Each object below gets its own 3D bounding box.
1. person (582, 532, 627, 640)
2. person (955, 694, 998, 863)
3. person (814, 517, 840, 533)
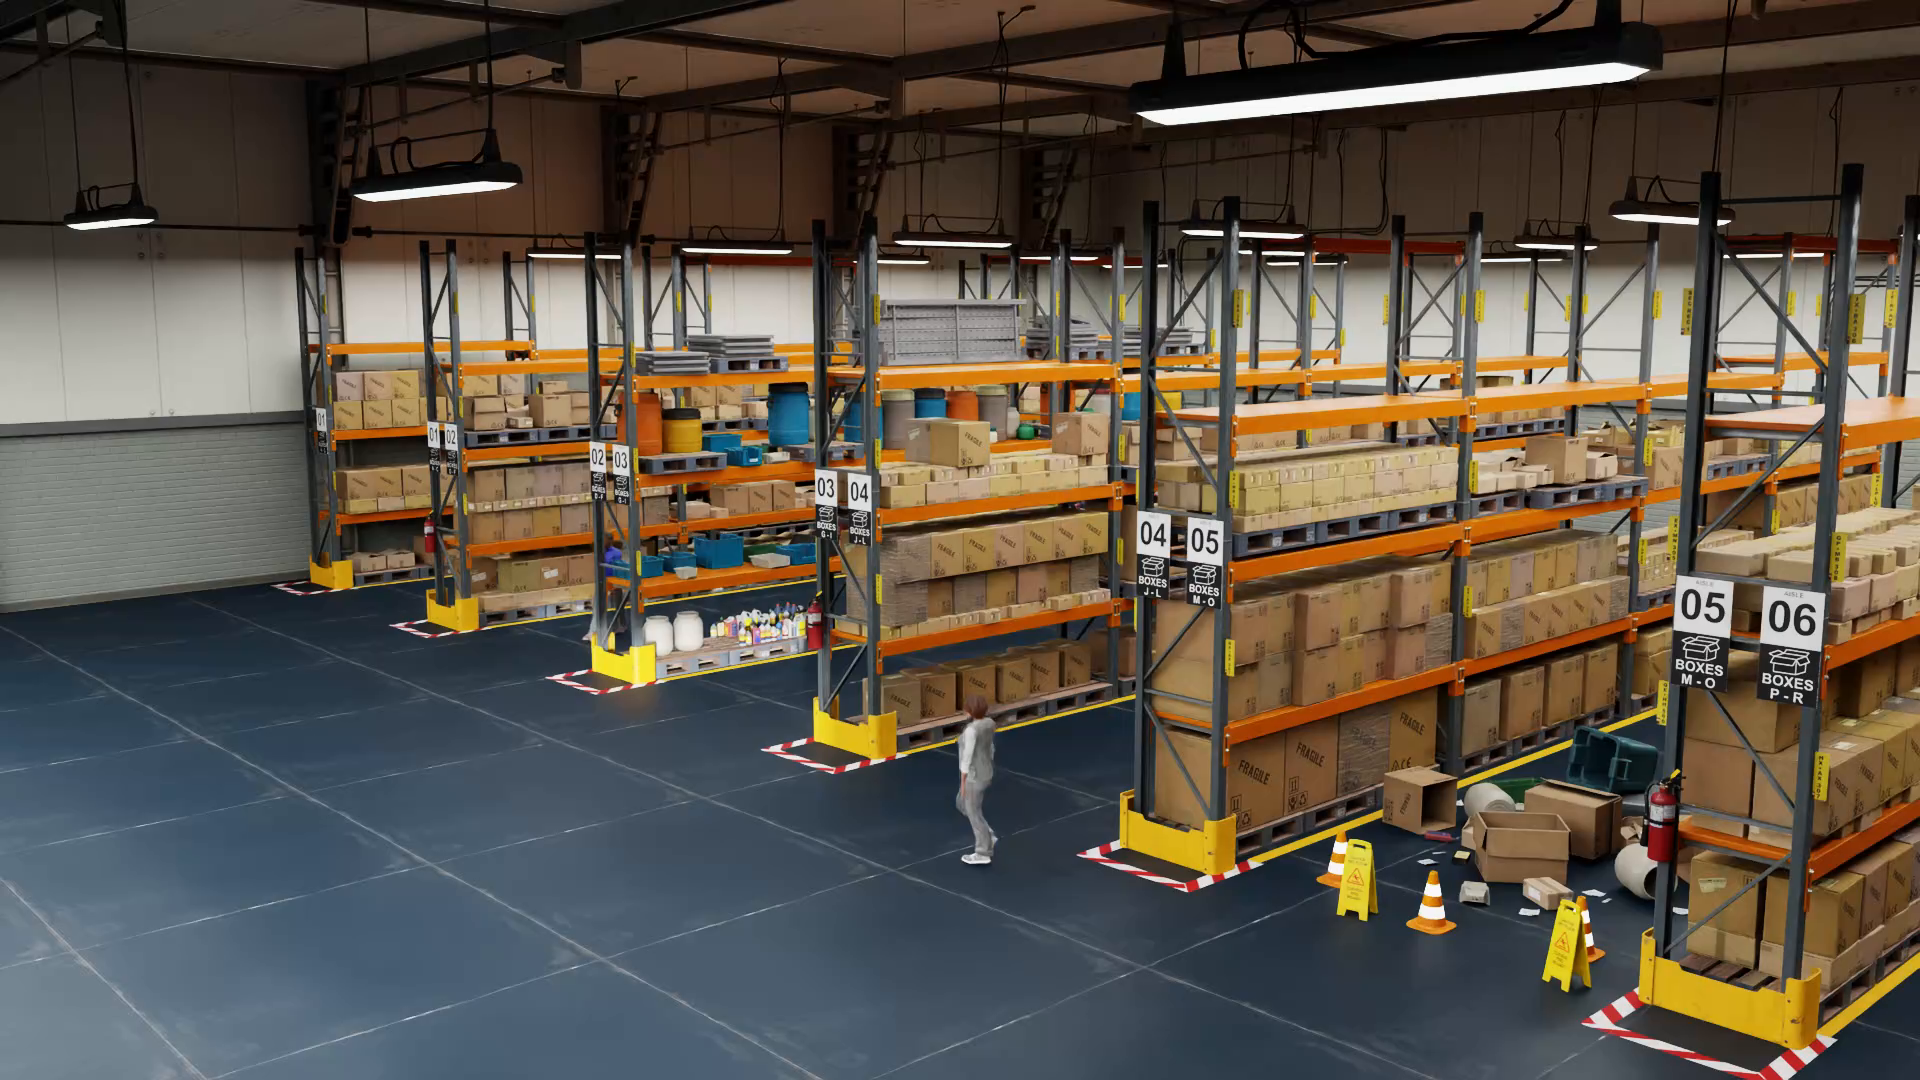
[{"bbox_3d":[-5.352,0.666,25.159,0.490,1.605,0.943,1,8,8],"label":"person"},{"bbox_3d":[0.128,2.165,15.089,0.409,1.590,0.422,2,9,11],"label":"person"},{"bbox_3d":[-2.682,-0.630,33.964,0.872,1.624,0.490,-8,12,-44],"label":"person"}]
